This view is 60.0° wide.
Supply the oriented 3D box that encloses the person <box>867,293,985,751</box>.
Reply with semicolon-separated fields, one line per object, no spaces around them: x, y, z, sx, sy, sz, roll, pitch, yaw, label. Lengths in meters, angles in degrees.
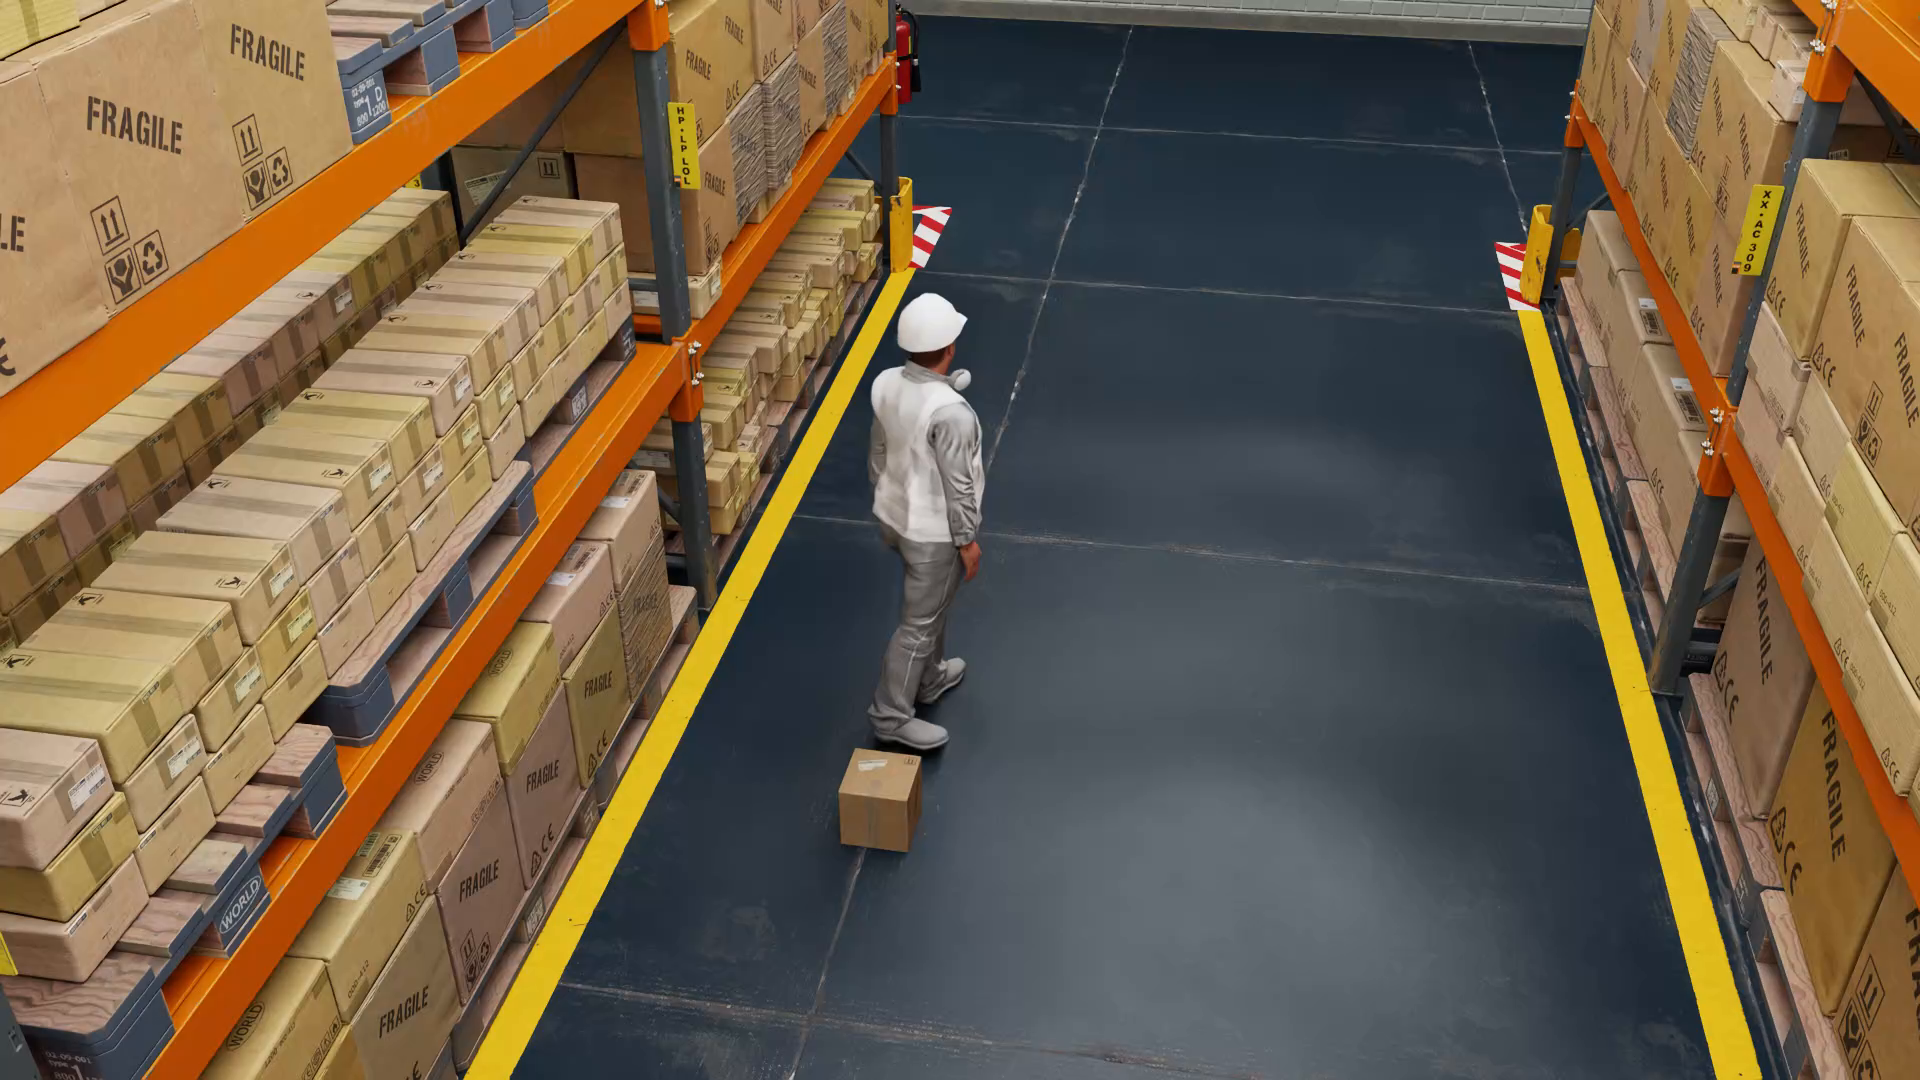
-0.146;-0.066;6.219;0.566;1.768;0.561;-19;37;-28;person
